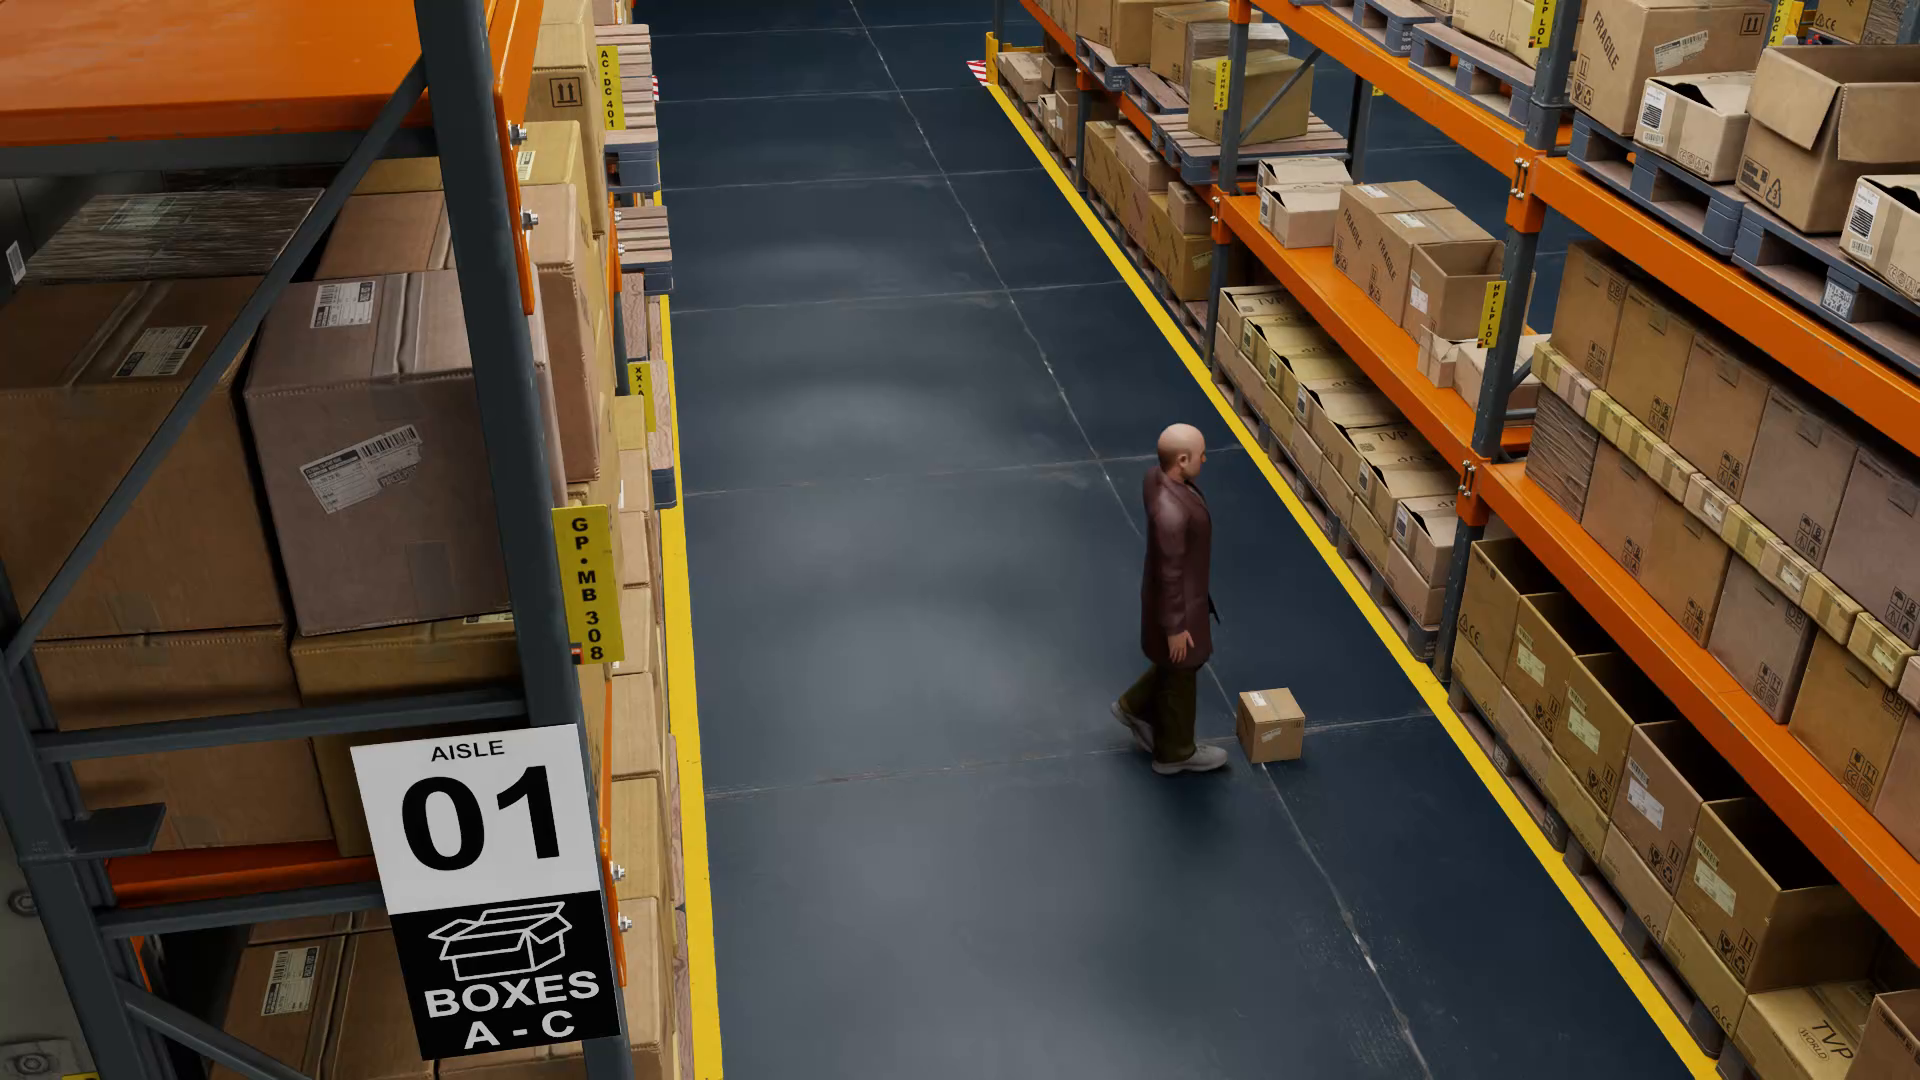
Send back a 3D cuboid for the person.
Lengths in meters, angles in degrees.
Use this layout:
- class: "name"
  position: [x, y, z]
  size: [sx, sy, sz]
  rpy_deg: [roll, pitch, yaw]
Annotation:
- class: "person"
  position: [1.013, 0.297, 7.650]
  size: [0.565, 1.794, 0.623]
  rpy_deg: [0, 30, 1]
